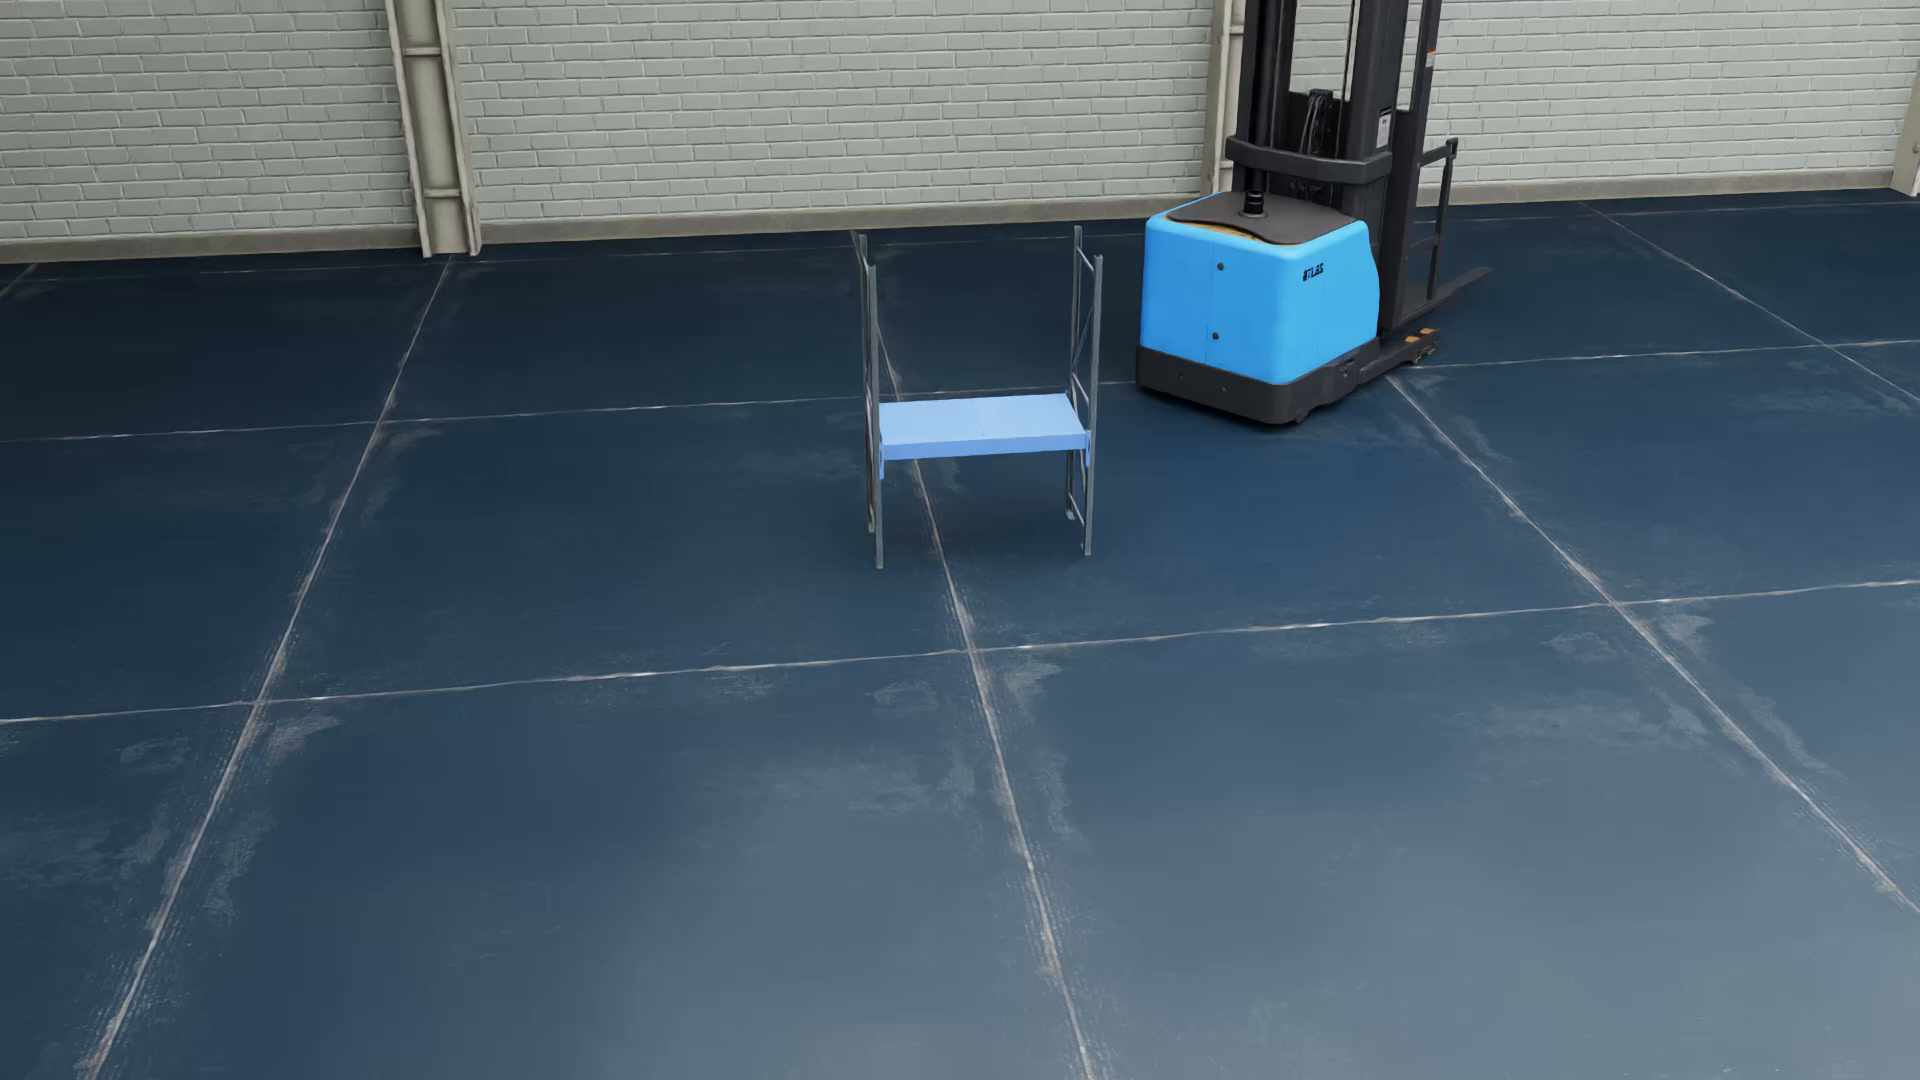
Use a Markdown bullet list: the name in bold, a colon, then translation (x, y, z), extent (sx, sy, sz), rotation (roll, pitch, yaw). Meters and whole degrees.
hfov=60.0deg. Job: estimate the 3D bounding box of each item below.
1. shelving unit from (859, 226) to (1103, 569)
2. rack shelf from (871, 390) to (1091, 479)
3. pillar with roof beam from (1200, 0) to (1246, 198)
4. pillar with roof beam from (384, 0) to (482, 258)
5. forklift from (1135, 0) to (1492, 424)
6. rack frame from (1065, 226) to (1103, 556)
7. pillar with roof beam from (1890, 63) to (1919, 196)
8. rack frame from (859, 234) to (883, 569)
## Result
- **shelving unit**: translation (0.084, -0.673, 7.918), extent (1.048, 1.500, 0.538), rotation (-4, 27, -7)
- **rack shelf**: translation (0.084, -0.513, 8.000), extent (1.000, 0.185, 0.538), rotation (-4, 27, -7)
- **pillar with roof beam**: translation (2.733, -4.616, 7.390), extent (0.400, 9.000, 9.100), rotation (-4, 27, -7)
- **pillar with roof beam**: translation (-3.209, -4.235, 6.646), extent (0.400, 9.000, 9.100), rotation (-4, 27, -7)
- **forklift**: translation (2.398, -2.549, 10.006), extent (1.130, 2.935, 3.031), rotation (22, 34, 36)
- **rack frame**: translation (0.588, -0.705, 7.981), extent (0.032, 1.500, 0.500), rotation (-4, 27, -7)
- **pillar with roof beam**: translation (8.674, -4.998, 8.133), extent (0.400, 9.000, 9.100), rotation (-4, 27, -7)
- **rack frame**: translation (-0.419, -0.640, 7.855), extent (0.032, 1.500, 0.500), rotation (-4, 27, -7)
